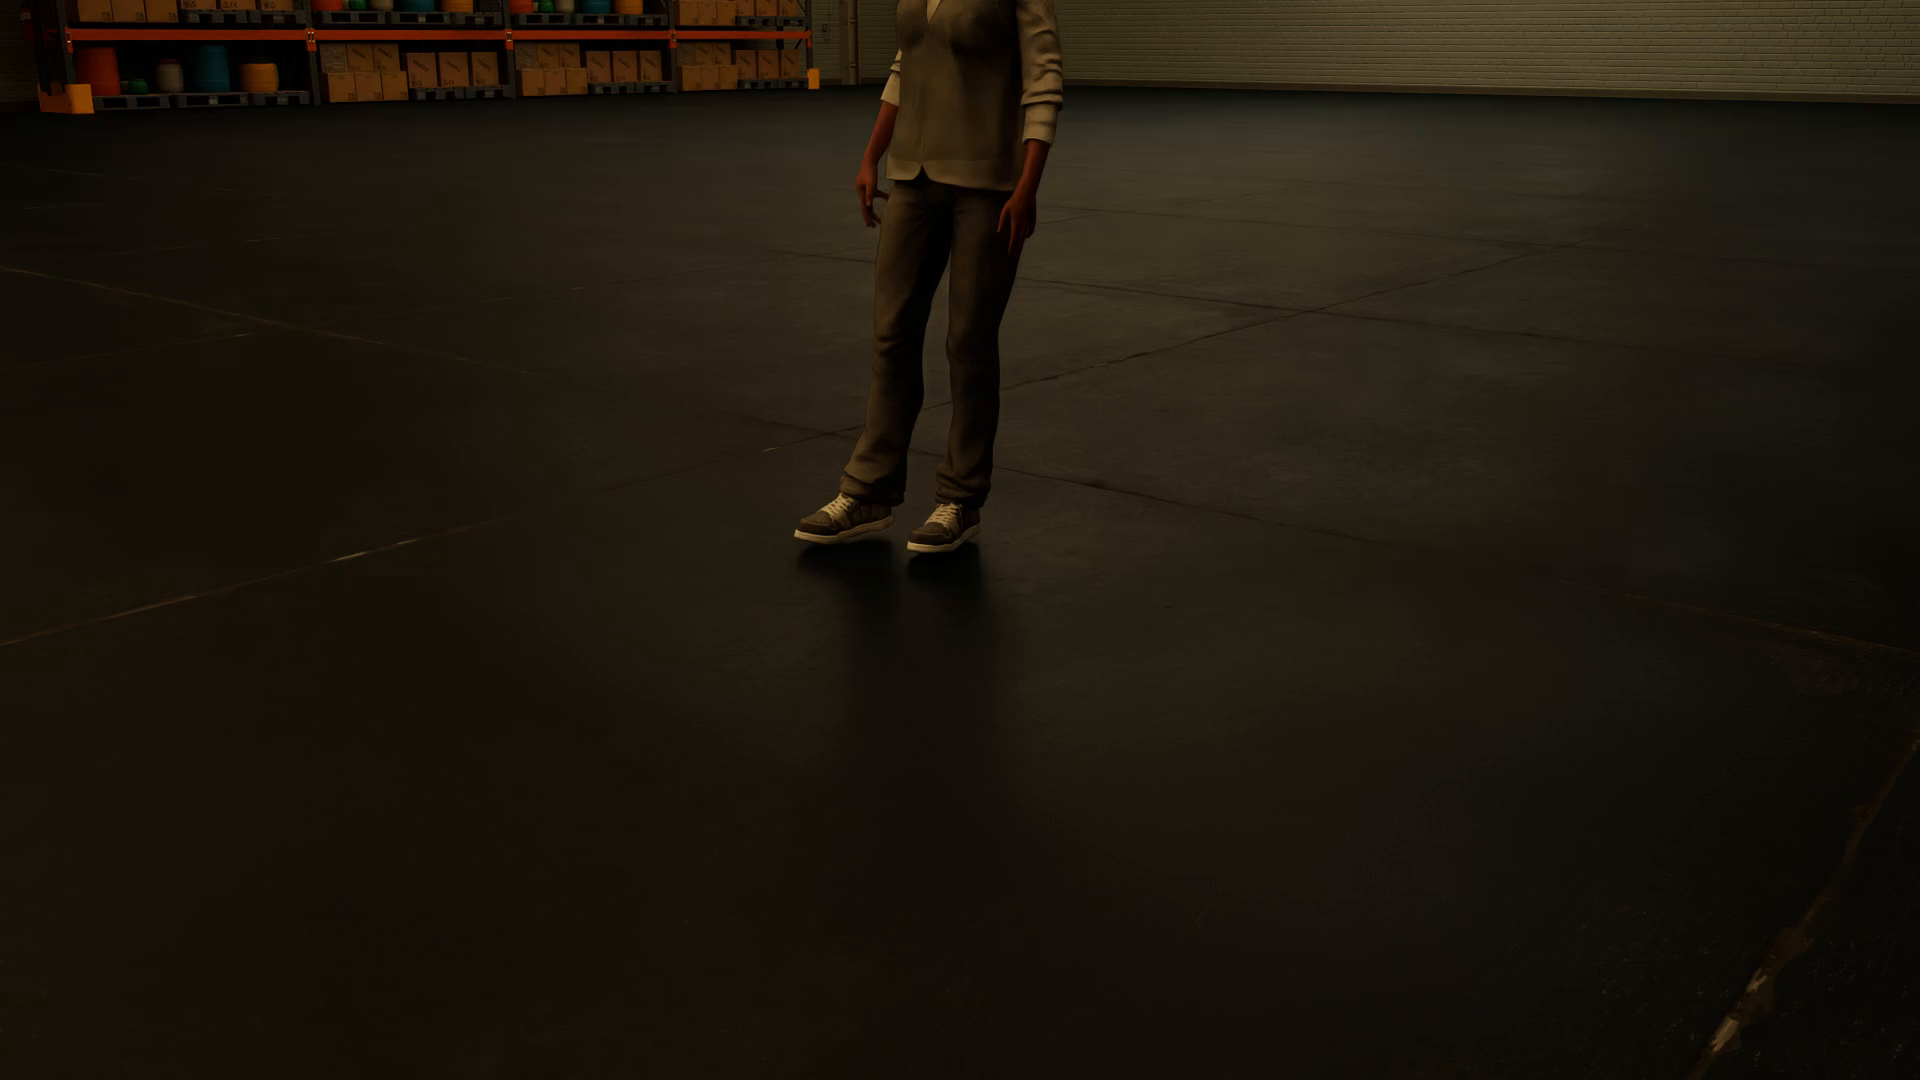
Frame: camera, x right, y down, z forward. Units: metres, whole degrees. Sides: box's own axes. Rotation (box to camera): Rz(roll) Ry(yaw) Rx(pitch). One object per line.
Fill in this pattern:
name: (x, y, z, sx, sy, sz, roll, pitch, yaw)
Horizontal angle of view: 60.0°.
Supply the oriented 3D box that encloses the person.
person: (-0.058, -0.757, 3.661, 0.521, 1.599, 0.473, 13, 21, 37)
